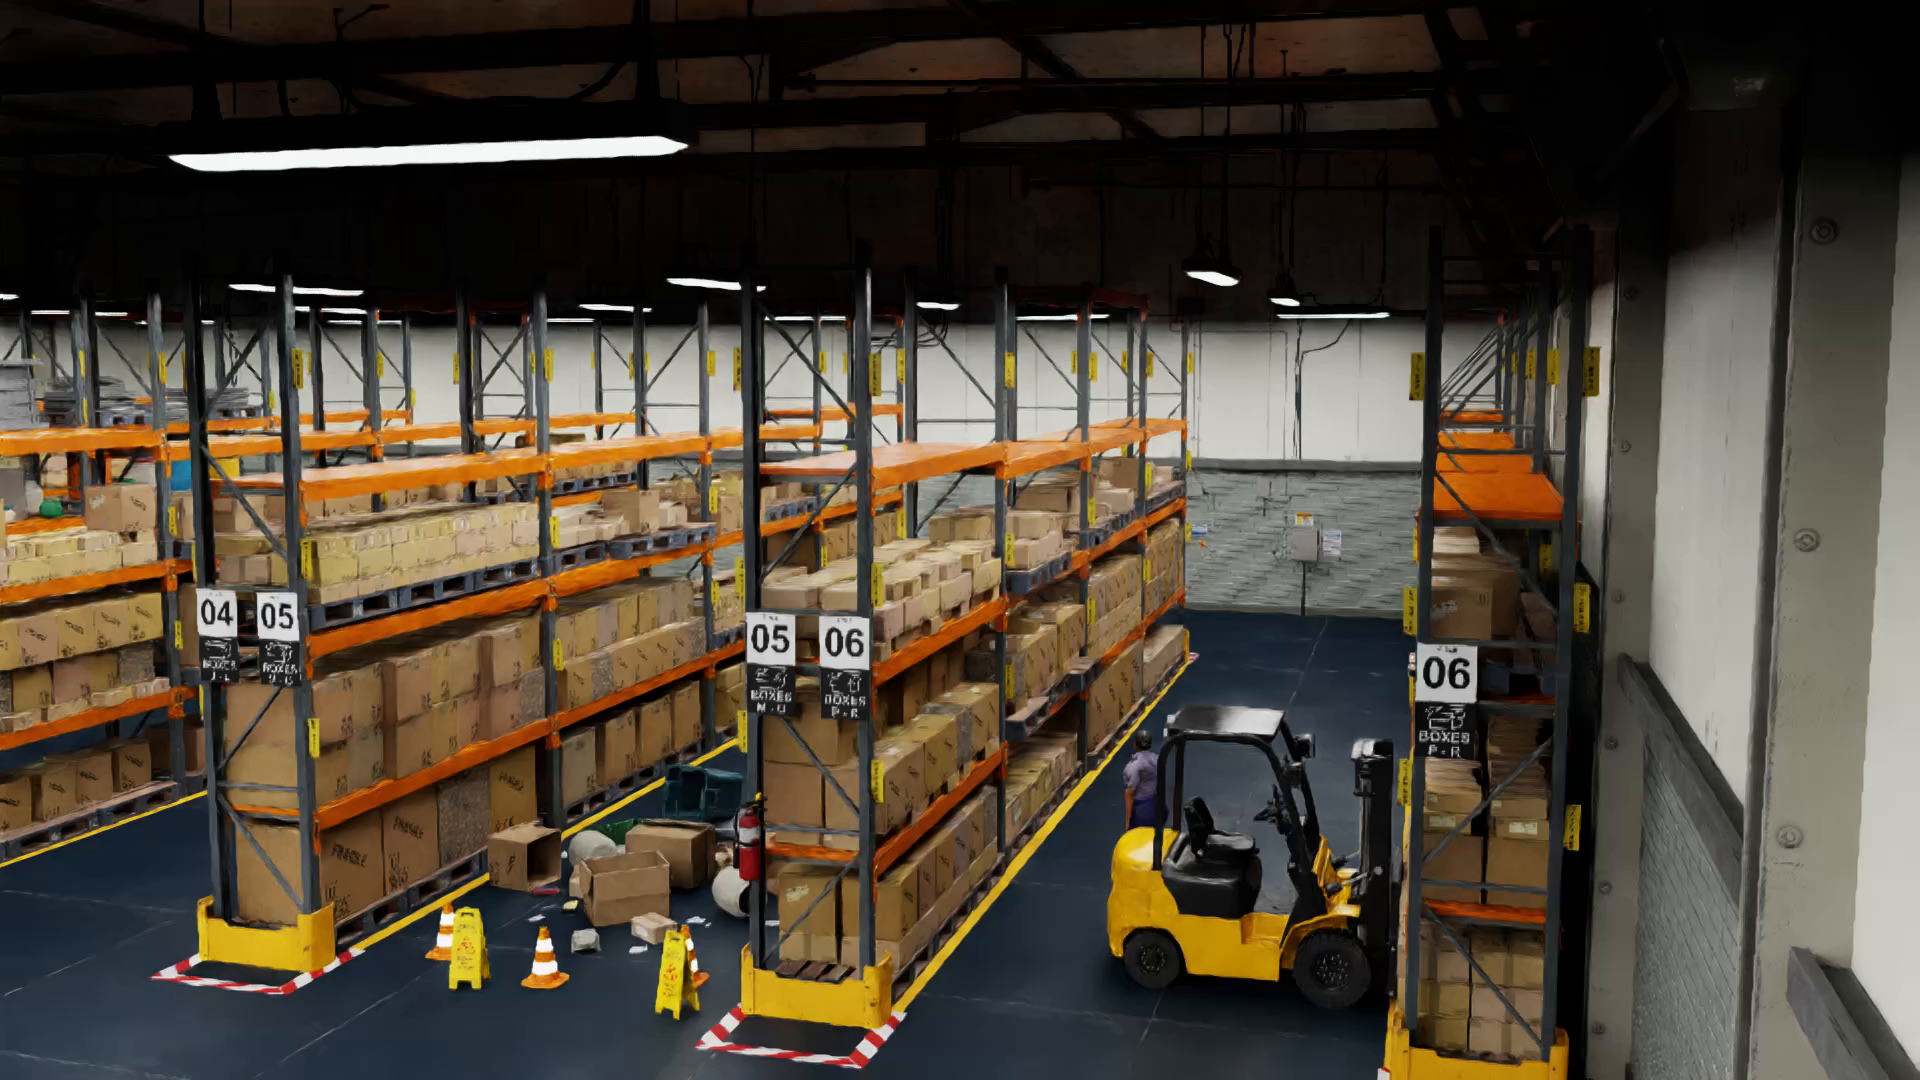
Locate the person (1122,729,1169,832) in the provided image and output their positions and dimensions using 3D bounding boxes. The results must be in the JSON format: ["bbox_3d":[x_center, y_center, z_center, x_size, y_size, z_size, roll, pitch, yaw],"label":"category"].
[{"bbox_3d":[1.691,2.591,15.686,0.523,1.652,0.471,-6,9,-44],"label":"person"}]
